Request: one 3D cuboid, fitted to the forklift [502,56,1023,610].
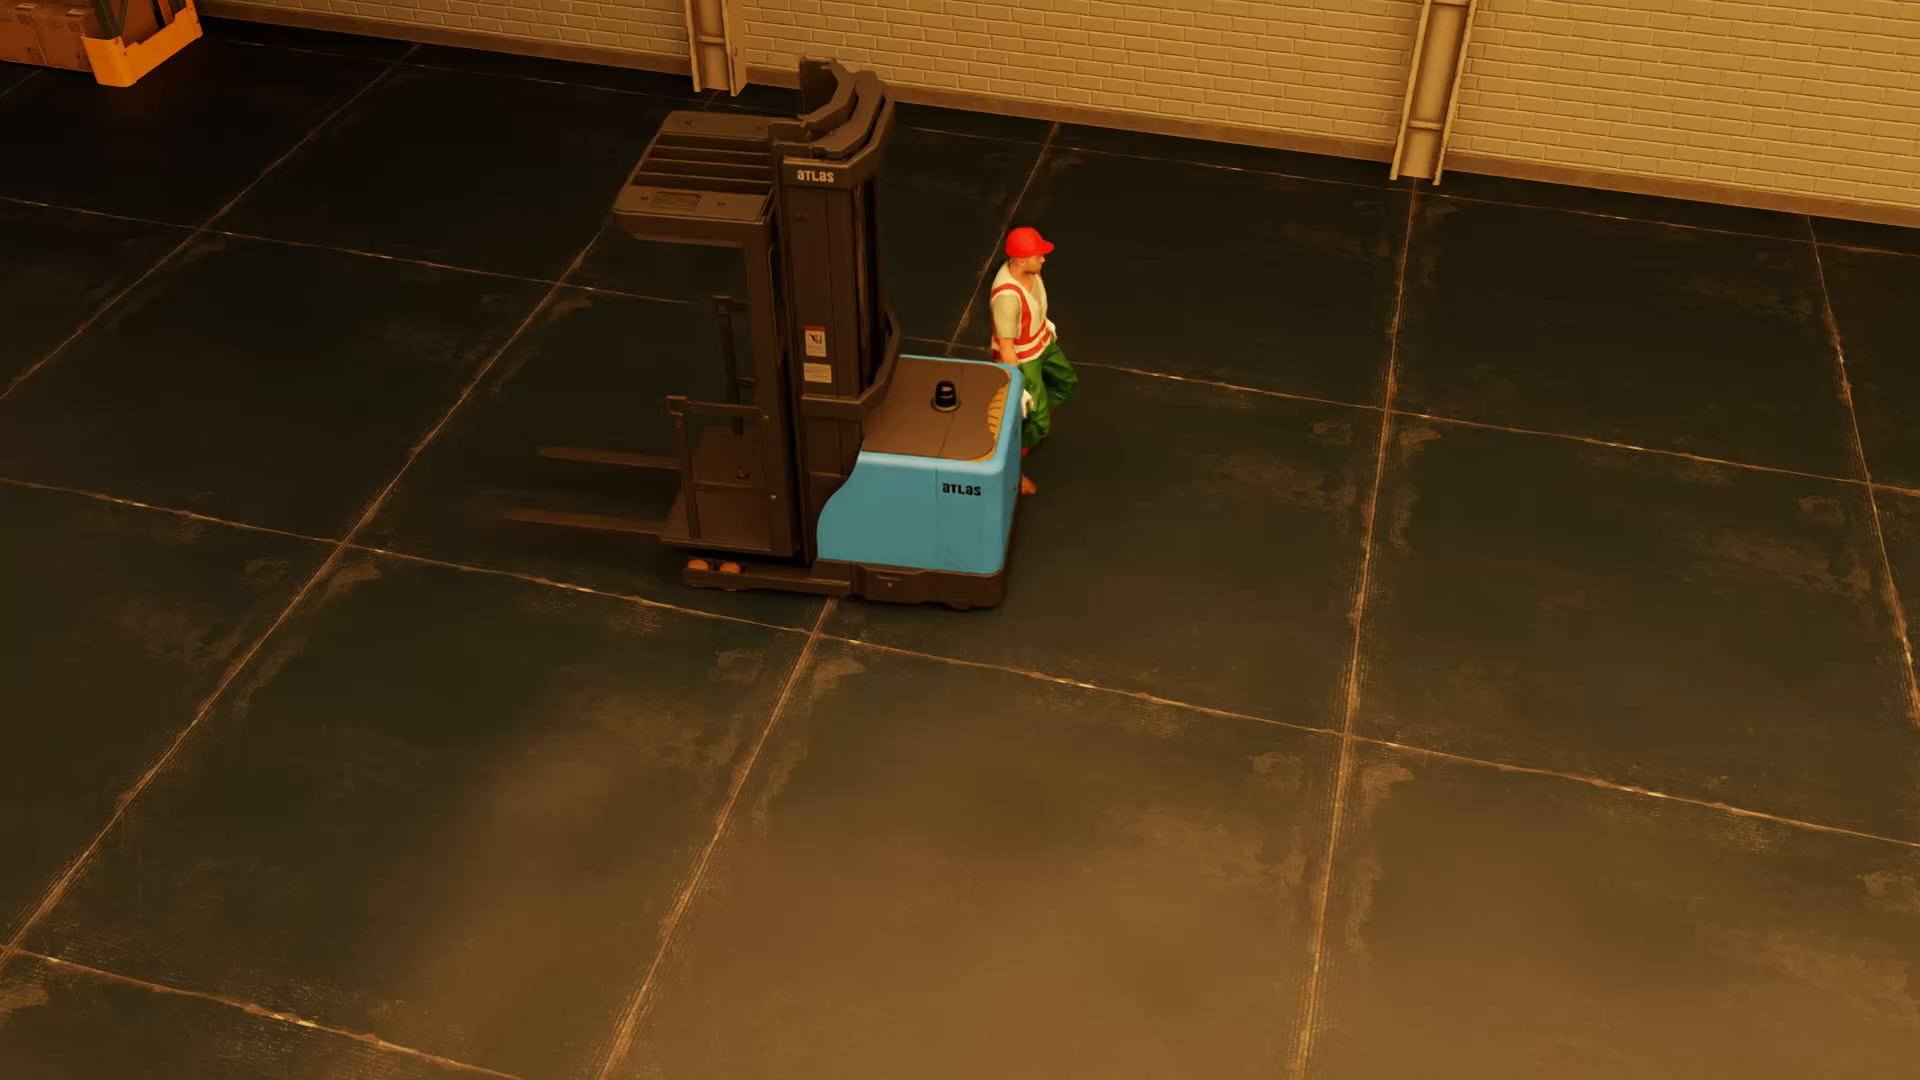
[{"bbox_3d":[-1.183,-1.143,9.166,3.031,2.935,1.130,6,42,6],"label":"forklift"}]

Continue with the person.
[{"bbox_3d":[0.407,-1.128,10.074,0.467,1.665,0.855,16,44,18],"label":"person"}]
